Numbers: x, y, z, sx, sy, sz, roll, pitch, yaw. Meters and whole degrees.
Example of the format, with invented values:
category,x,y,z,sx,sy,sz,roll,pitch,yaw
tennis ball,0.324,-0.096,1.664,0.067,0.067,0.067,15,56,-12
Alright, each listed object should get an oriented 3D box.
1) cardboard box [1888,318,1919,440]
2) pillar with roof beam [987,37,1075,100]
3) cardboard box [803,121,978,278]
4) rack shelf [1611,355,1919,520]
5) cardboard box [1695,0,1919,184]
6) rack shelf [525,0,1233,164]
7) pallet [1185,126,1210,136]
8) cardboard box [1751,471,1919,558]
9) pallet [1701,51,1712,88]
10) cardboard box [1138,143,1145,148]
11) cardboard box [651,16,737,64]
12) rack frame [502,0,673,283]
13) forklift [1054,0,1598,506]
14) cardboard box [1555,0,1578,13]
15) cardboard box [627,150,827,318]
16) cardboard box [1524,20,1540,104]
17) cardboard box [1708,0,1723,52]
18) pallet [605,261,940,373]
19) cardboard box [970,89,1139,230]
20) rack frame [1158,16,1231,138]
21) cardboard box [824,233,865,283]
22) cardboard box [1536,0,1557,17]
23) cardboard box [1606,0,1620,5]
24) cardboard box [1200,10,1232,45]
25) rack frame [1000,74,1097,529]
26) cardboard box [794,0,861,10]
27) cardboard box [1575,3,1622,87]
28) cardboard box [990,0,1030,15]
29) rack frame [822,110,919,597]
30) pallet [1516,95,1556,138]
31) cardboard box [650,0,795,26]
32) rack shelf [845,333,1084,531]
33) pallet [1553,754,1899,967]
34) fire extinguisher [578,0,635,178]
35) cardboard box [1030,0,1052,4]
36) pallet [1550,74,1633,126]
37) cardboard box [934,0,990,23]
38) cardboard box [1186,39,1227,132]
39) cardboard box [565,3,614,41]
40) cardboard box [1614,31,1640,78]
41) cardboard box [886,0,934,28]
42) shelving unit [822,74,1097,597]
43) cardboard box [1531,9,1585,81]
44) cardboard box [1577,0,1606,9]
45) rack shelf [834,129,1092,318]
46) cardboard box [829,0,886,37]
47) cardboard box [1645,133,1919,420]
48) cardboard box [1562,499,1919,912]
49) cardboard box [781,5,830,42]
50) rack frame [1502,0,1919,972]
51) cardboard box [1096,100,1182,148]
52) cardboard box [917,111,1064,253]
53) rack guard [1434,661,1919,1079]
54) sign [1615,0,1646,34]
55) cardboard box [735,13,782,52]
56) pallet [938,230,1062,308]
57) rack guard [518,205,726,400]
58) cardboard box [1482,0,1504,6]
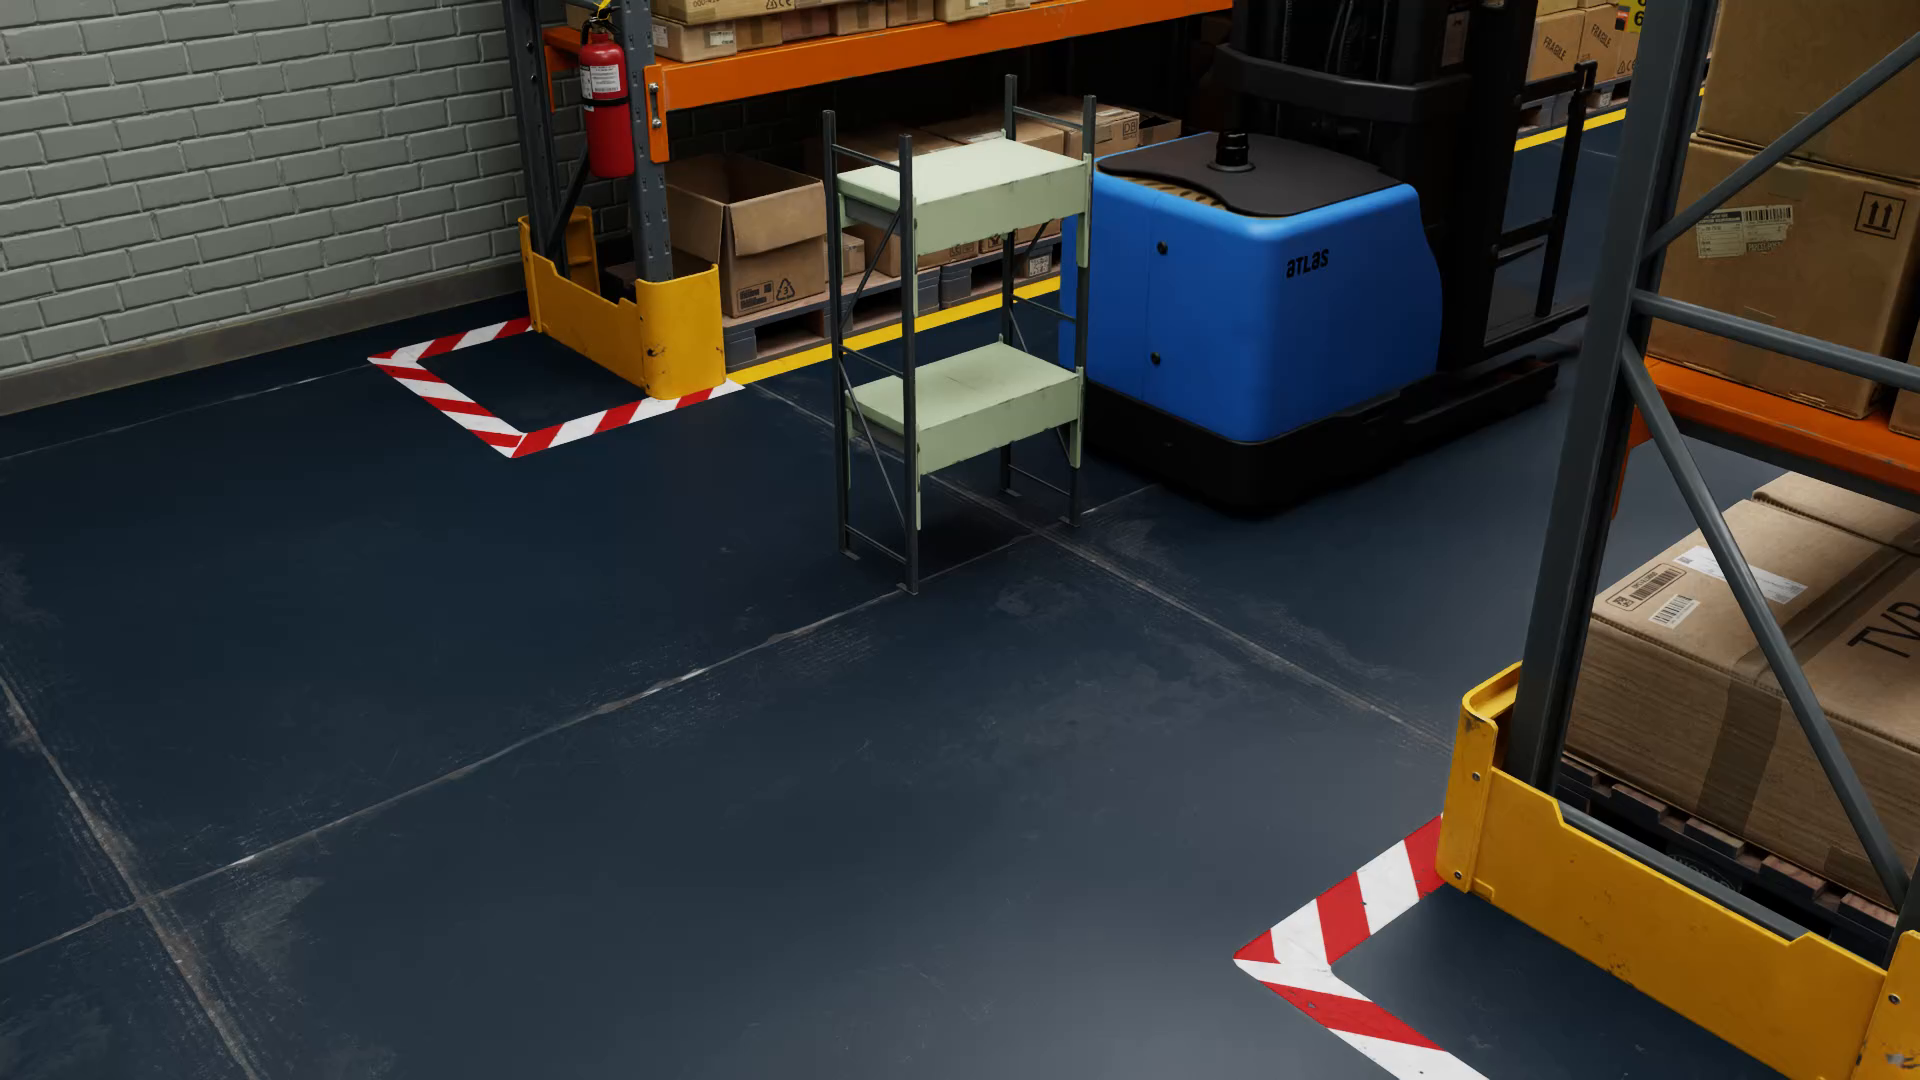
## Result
category,x,y,z,sx,sy,sz,roll,pitch,yaw
cardboard box,2.251,-0.432,3.269,0.500,0.500,0.500,-22,35,-35
pillar with roof beam,3.197,-4.559,4.732,0.400,9.000,9.100,-22,35,-35
cardboard box,-0.323,-1.606,7.779,0.500,0.500,0.700,-20,34,-33
rack shelf,3.221,-0.638,4.525,4.000,0.370,1.077,-22,35,-35
cardboard box,1.911,-1.062,3.387,0.500,0.500,0.500,-21,34,-33
rack shelf,-0.004,-2.417,7.853,4.000,0.370,1.077,-22,35,-35
pallet,2.112,-2.379,9.977,1.213,0.211,1.003,-22,35,-35
cardboard box,2.827,0.080,4.690,0.875,0.438,0.875,-21,34,-34
pallet,5.212,-3.578,12.221,1.213,0.211,1.003,-22,35,-35
cardboard box,1.013,-1.940,8.654,0.258,0.266,0.396,-20,34,-33
cardboard box,-1.097,-2.014,6.602,0.250,0.149,0.380,-22,35,-35
rack frame,-1.525,-2.122,6.539,0.127,3.000,1.000,-22,35,-35
forklift,1.816,-1.973,6.332,3.031,2.935,1.130,-21,35,-34
cardboard box,3.702,-3.473,10.584,0.250,0.149,0.380,-21,34,-34
cardboard box,-0.999,-1.360,7.315,0.637,0.503,0.797,-24,36,-37
cardboard box,3.211,-2.970,10.332,0.500,0.500,0.500,-23,36,-37
cardboard box,5.044,-3.893,11.927,0.625,0.625,0.875,-21,34,-33
pallet,-0.862,-1.160,7.697,1.213,0.211,1.003,-22,35,-35
cardboard box,0.467,-1.923,8.373,0.500,0.500,0.700,-23,36,-37
rack frame,1.518,-3.346,8.829,0.127,3.000,1.000,-22,35,-35
cardboard box,-0.650,-1.319,7.616,0.250,0.149,0.380,-24,36,-37
cardboard box,3.513,-3.396,10.441,0.250,0.149,0.380,-23,35,-36
cardboard box,4.162,-3.602,10.826,0.250,0.149,0.380,-24,36,-37
cardboard box,1.610,-2.931,9.570,0.250,0.149,0.380,-24,36,-37
rack frame,0.284,-0.775,5.610,0.023,1.500,0.400,-22,35,-35
cardboard box,-0.622,-2.384,6.872,0.500,0.250,0.500,-21,35,-34
cardboard box,3.991,-3.297,10.943,0.500,0.500,0.500,-23,35,-36
cardboard box,0.102,-2.478,7.471,0.250,0.149,0.380,-21,35,-34
rack frame,-0.273,-0.552,5.191,0.023,1.500,0.400,-22,35,-35
pallet,3.040,-2.754,10.679,1.213,0.211,1.003,-22,35,-35
cardboard box,-1.005,-2.230,6.583,0.500,0.250,0.500,-22,35,-35
rack shelf,0.005,-0.376,5.554,0.720,0.370,0.431,-22,35,-35
pallet,2.257,0.613,4.378,1.213,0.211,1.003,-22,35,-35
fire extinguisher,-1.337,-1.713,6.251,0.183,0.674,0.296,-22,35,-35
cardboard box,0.253,-2.581,7.665,0.250,0.149,0.380,-22,35,-35
pallet,3.968,-3.125,11.374,1.213,0.211,1.003,-22,35,-35
cardboard box,-0.085,-2.390,7.306,0.250,0.149,0.380,-23,36,-36
cardboard box,1.699,-2.685,9.798,0.500,0.500,0.500,-22,35,-35
cardboard box,-1.448,-2.209,6.968,0.250,0.149,0.380,-22,35,-35
cardboard box,4.378,-3.446,11.222,0.500,0.500,0.500,-21,34,-34
cardboard box,-0.326,-2.340,7.212,0.250,0.149,0.380,-21,35,-34
shelving unit,0.005,-0.664,5.400,0.755,1.500,0.431,-22,35,-35
cardboard box,3.594,-3.136,10.642,0.500,0.500,0.500,-20,34,-33
cardboard box,3.933,-3.537,10.705,0.250,0.149,0.380,-23,36,-36
rack shelf,0.005,-1.008,5.216,0.720,0.370,0.431,-22,35,-35
cardboard box,-0.524,-2.256,7.056,0.250,0.149,0.380,-21,34,-33
cardboard box,1.894,-0.630,3.641,0.500,0.500,0.500,-22,35,-35
cardboard box,2.136,0.363,4.161,0.875,0.438,0.875,-23,36,-37
cardboard box,-0.756,-2.201,6.953,0.250,0.149,0.380,-22,35,-36
rack frame,1.699,-0.344,3.211,0.127,3.000,1.000,-22,35,-35
cardboard box,0.862,-2.228,9.144,0.500,0.311,0.500,-20,34,-33
cardboard box,0.144,-1.732,8.014,0.500,0.500,0.500,-21,35,-34
rack guard,1.681,0.766,3.786,0.348,0.500,1.175,-22,35,-35
sign,1.357,-1.158,3.254,0.005,0.325,0.100,-22,35,-35
cardboard box,-0.934,-2.108,6.779,0.250,0.149,0.380,-21,35,-34
pallet,0.066,-1.531,8.391,1.213,0.211,1.003,-22,35,-35
rack guard,-1.468,-1.043,7.172,0.348,0.500,1.175,-22,35,-35
cardboard box,3.102,-3.244,10.156,0.250,0.149,0.380,-22,35,-35
